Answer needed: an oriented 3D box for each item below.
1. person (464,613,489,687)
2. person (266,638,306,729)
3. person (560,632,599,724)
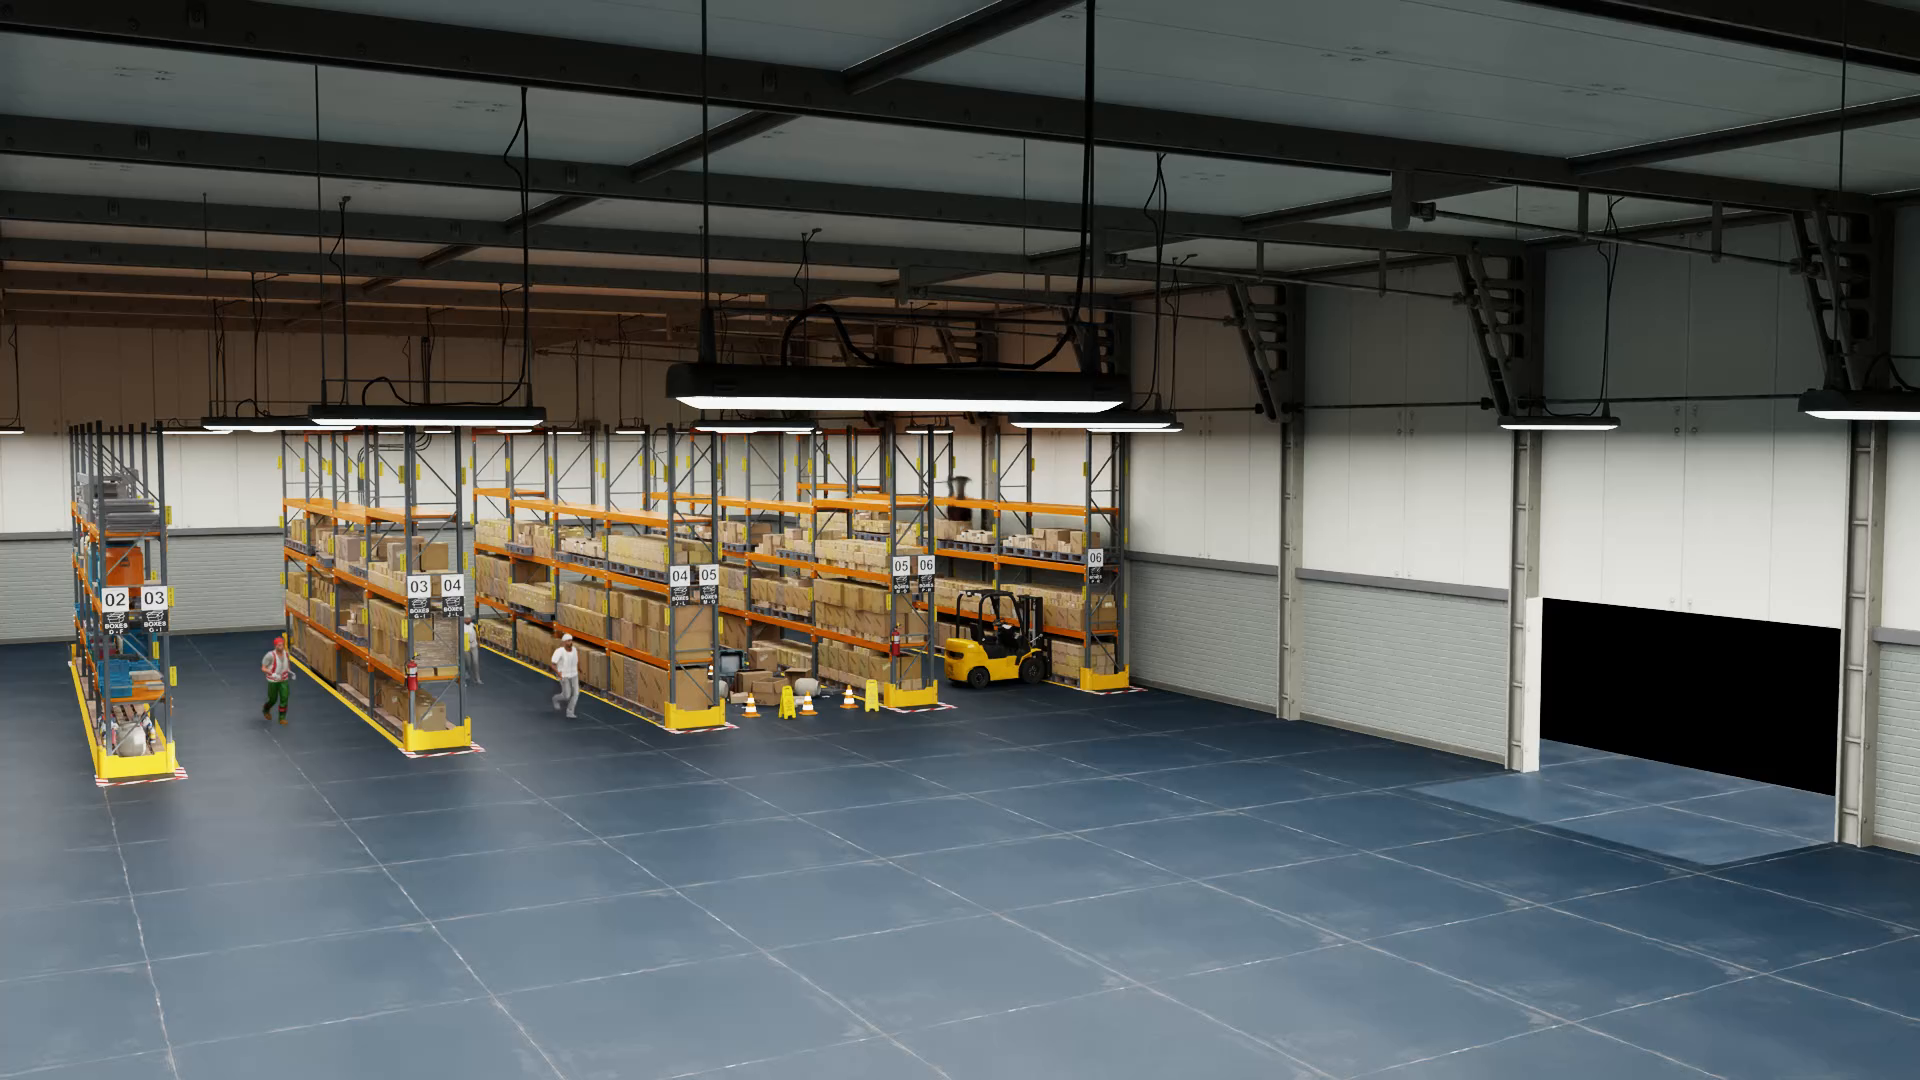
[{"bbox_3d":[-11.103,2.528,38.229,0.567,1.712,0.674,-3,5,-44],"label":"person"},{"bbox_3d":[-13.224,2.823,32.703,0.787,1.814,0.658,4,5,45],"label":"person"},{"bbox_3d":[-7.614,2.749,33.528,0.887,1.798,0.690,3,5,44],"label":"person"}]
